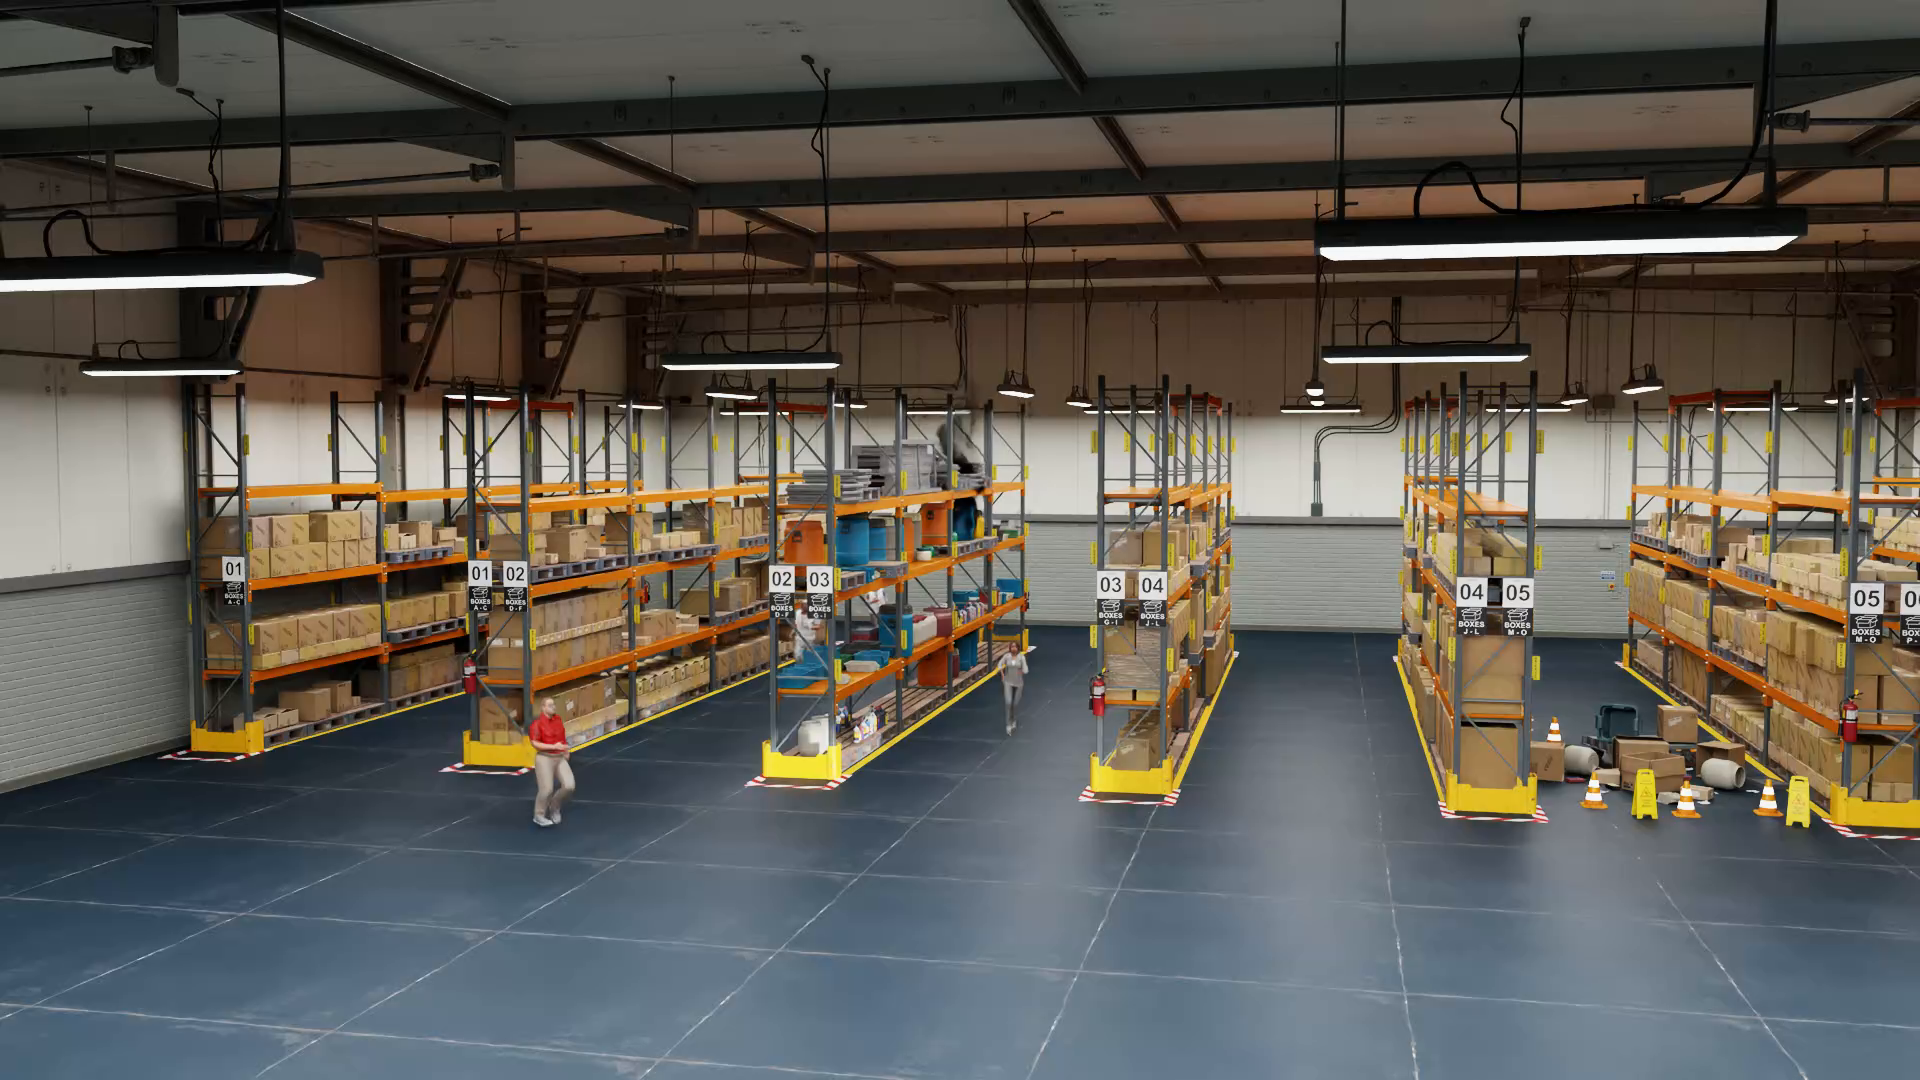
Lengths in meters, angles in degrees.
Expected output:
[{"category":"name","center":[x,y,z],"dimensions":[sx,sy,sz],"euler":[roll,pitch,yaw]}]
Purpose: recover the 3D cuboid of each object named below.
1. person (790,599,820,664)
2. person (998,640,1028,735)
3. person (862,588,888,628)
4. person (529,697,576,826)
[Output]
[{"category":"person","center":[-3.229,2.113,34.694],"dimensions":[0.676,1.831,0.849],"euler":[0,3,7]},{"category":"person","center":[0.928,2.556,28.882],"dimensions":[0.517,1.639,0.714],"euler":[0,3,-2]},{"category":"person","center":[-2.082,1.778,41.014],"dimensions":[0.680,1.761,0.888],"euler":[-1,3,-11]},{"category":"person","center":[-5.312,2.901,21.739],"dimensions":[0.642,1.696,0.646],"euler":[2,4,37]}]
